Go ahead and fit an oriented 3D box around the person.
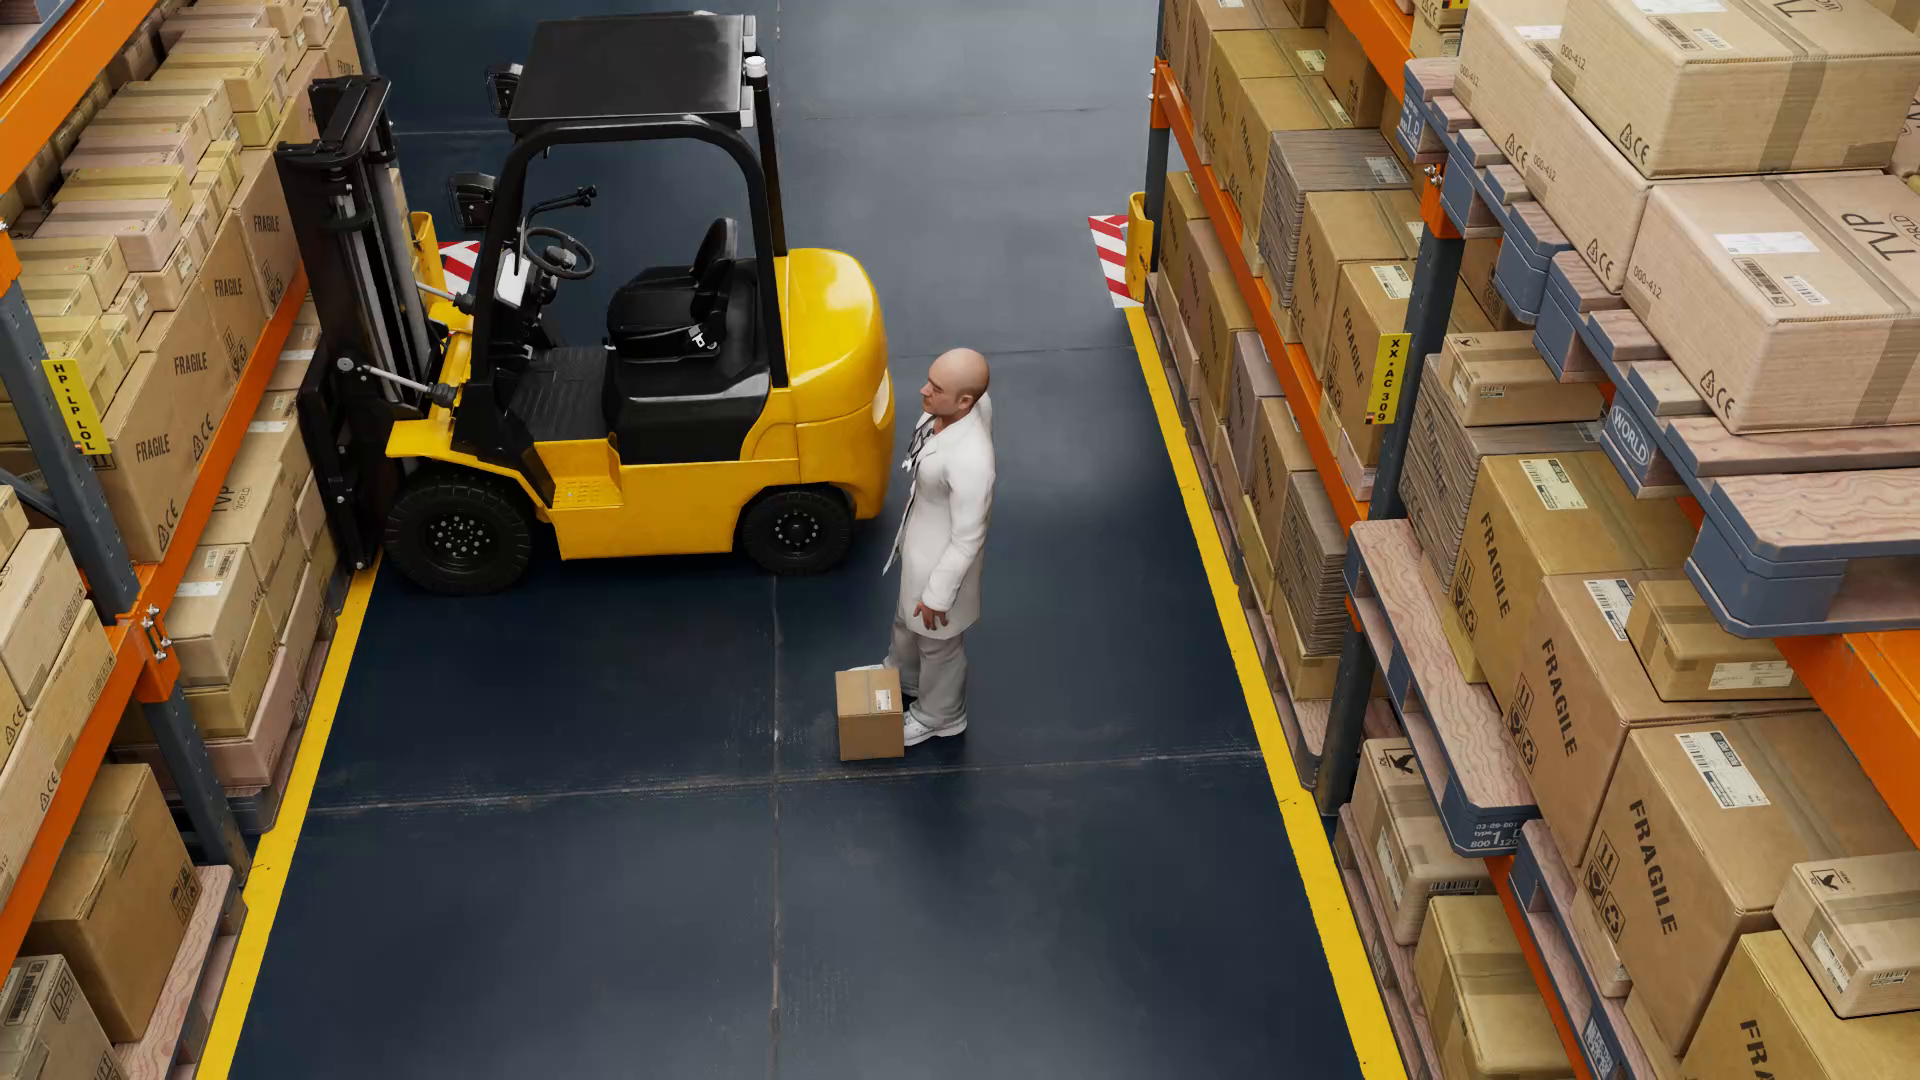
[{"bbox_3d":[-0.166,0.056,6.082,0.578,1.779,0.698,-3,39,-4],"label":"person"}]
